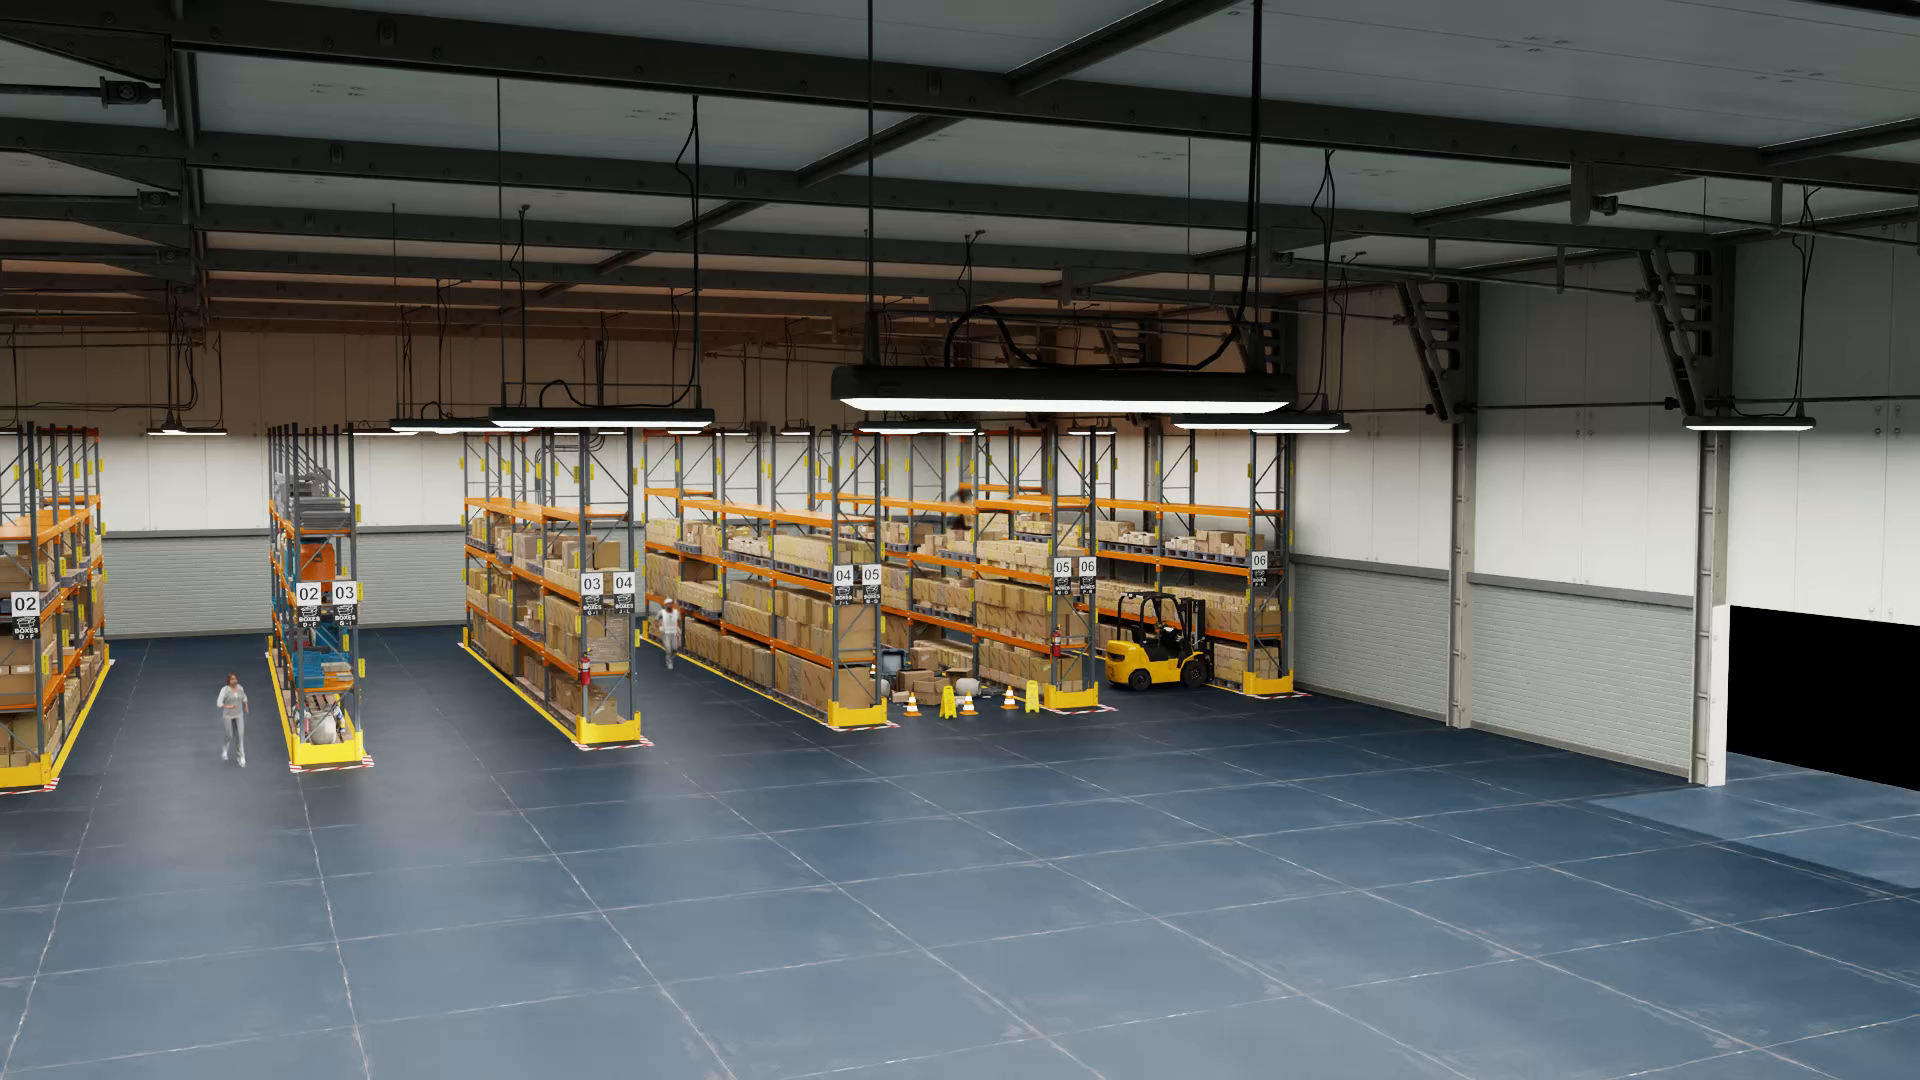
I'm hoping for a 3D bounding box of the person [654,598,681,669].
[{"bbox_3d":[-7.267,2.322,41.398,0.687,1.745,0.595,-2,4,-25],"label":"person"}]

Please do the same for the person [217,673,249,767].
[{"bbox_3d":[-12.774,3.144,29.210,0.560,1.623,0.752,-3,5,-42],"label":"person"}]
